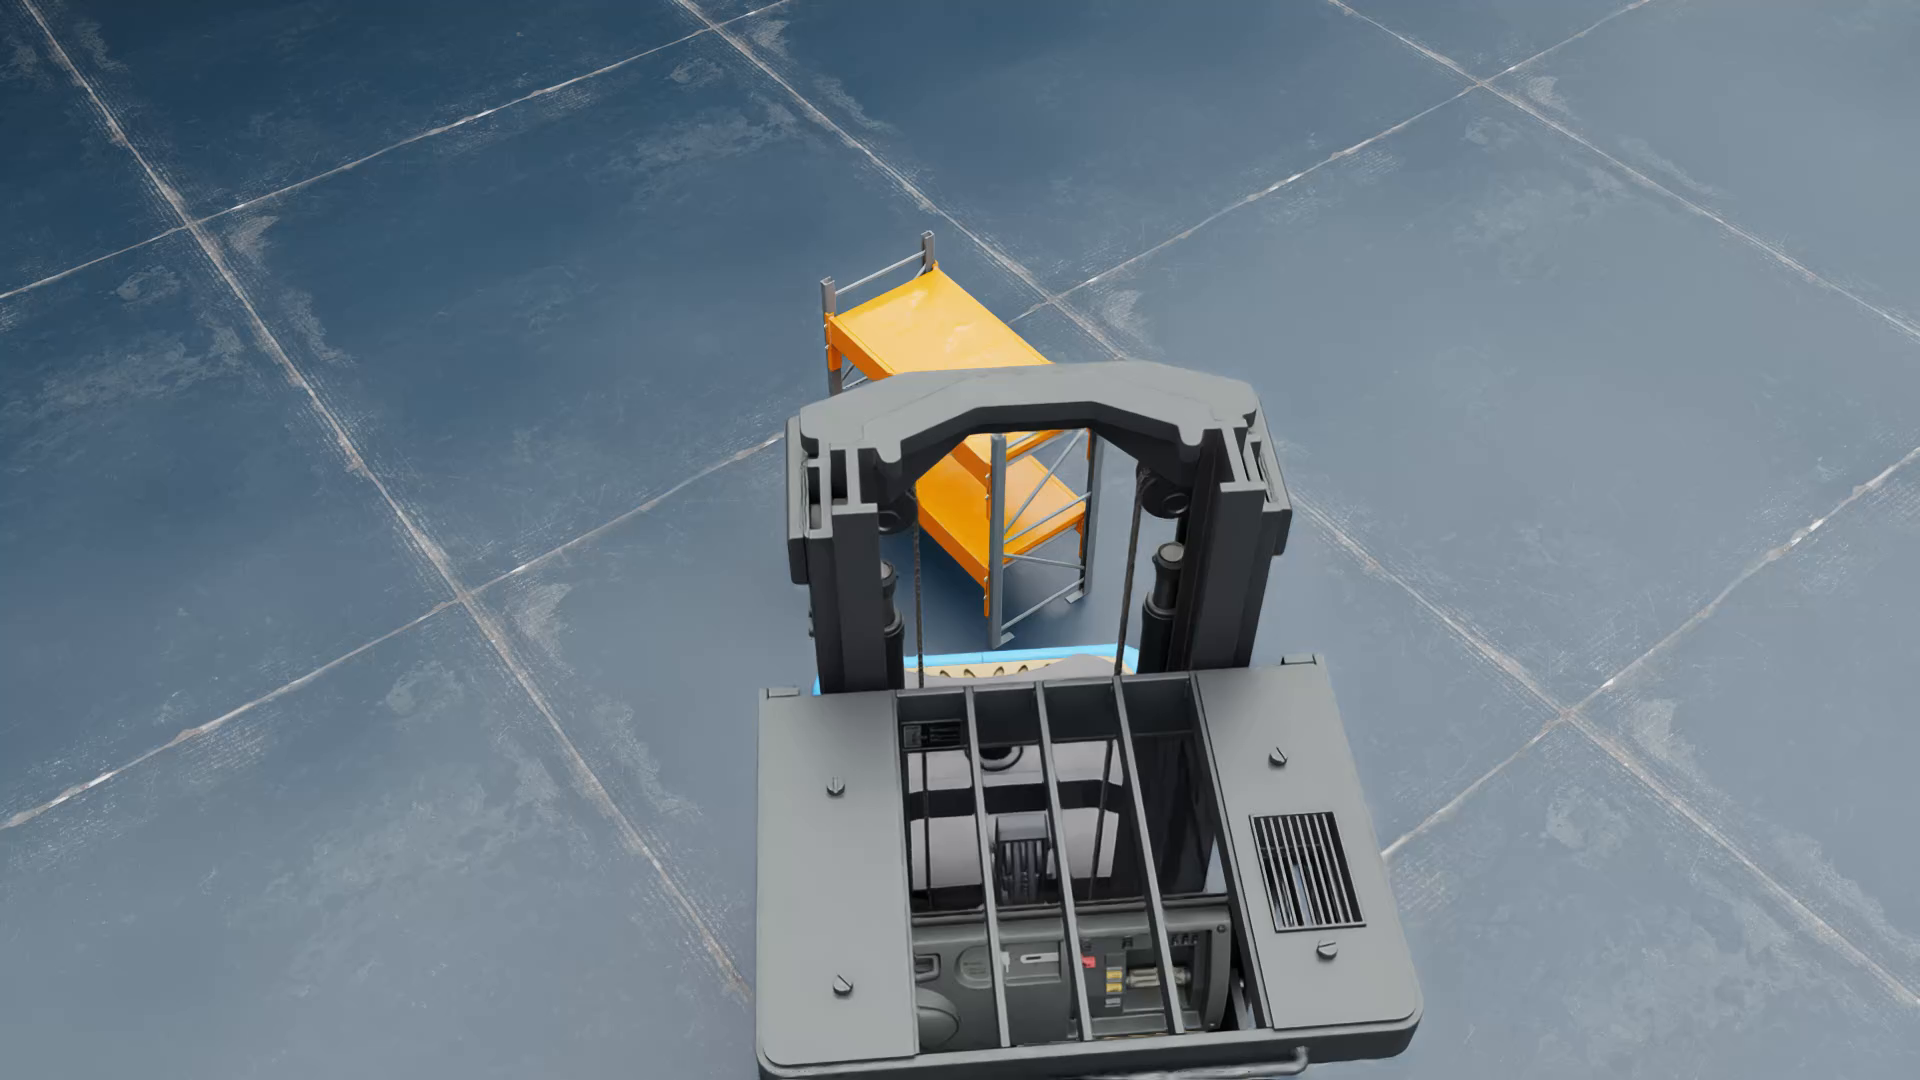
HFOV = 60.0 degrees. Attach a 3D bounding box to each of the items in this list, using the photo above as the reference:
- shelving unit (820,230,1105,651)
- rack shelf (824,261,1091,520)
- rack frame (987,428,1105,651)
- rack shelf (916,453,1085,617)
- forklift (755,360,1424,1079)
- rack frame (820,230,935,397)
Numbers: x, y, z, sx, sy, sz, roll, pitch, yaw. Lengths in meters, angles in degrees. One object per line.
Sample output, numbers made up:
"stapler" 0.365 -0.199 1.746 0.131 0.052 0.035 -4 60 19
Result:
"shelving unit" 0.004 -0.374 6.328 0.538 1.125 1.048 -29 54 -24
"rack shelf" 0.004 -0.570 6.112 0.538 0.278 1.000 -29 54 -24
"rack frame" 0.312 -0.074 6.057 0.500 1.125 0.032 -29 54 -24
"rack shelf" 0.004 -0.210 6.510 0.538 0.278 1.000 -29 54 -24
"forklift" 0.182 1.164 3.715 1.130 2.935 3.031 -3 48 -3
"rack frame" -0.304 -0.674 6.600 0.500 1.125 0.032 -29 54 -24
